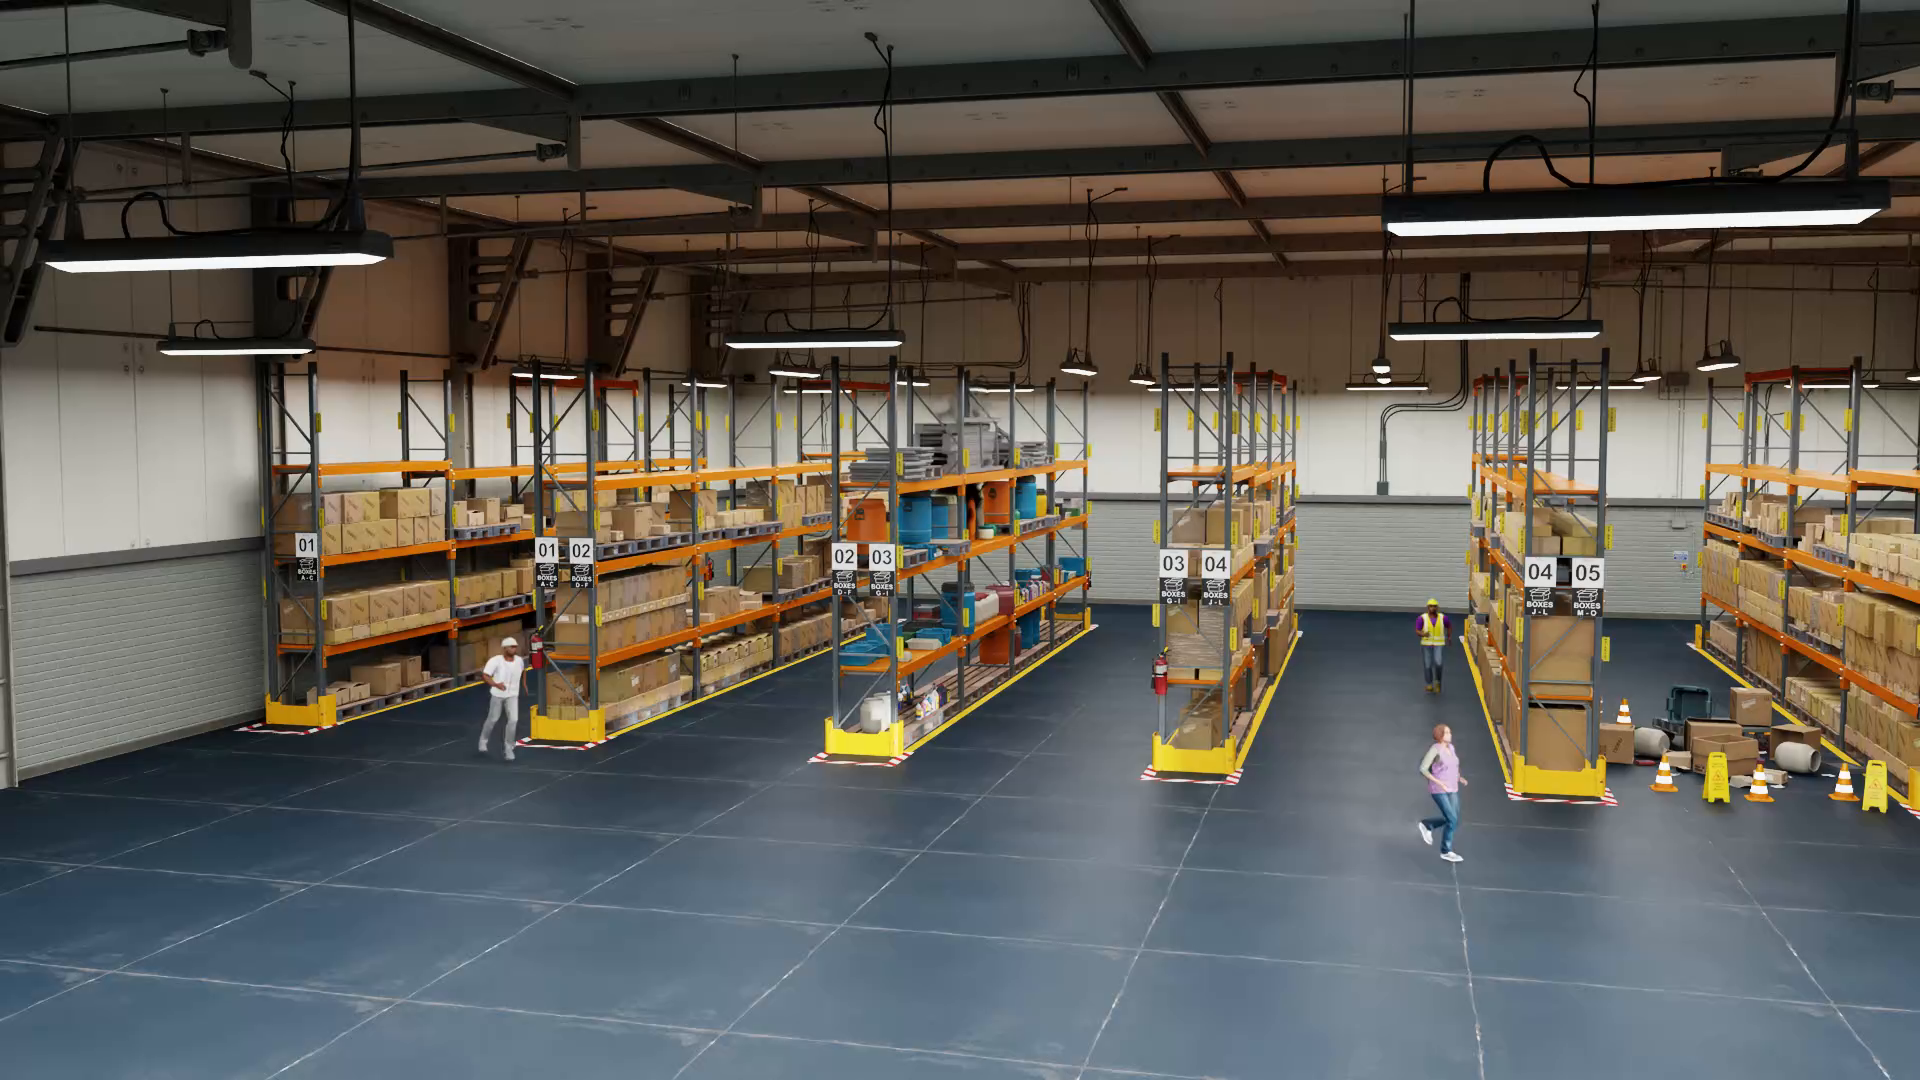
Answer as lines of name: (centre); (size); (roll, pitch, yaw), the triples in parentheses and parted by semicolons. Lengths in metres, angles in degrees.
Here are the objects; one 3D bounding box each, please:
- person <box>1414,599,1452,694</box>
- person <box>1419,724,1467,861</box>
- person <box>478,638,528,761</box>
person: (8.739, 1.961, 30.710); (0.675, 1.750, 0.675); (1, 4, 14)
person: (5.510, 2.881, 19.120); (0.540, 1.551, 0.637); (-3, 5, -38)
person: (-6.811, 2.362, 25.011); (0.761, 1.792, 0.826); (-3, 5, -38)
